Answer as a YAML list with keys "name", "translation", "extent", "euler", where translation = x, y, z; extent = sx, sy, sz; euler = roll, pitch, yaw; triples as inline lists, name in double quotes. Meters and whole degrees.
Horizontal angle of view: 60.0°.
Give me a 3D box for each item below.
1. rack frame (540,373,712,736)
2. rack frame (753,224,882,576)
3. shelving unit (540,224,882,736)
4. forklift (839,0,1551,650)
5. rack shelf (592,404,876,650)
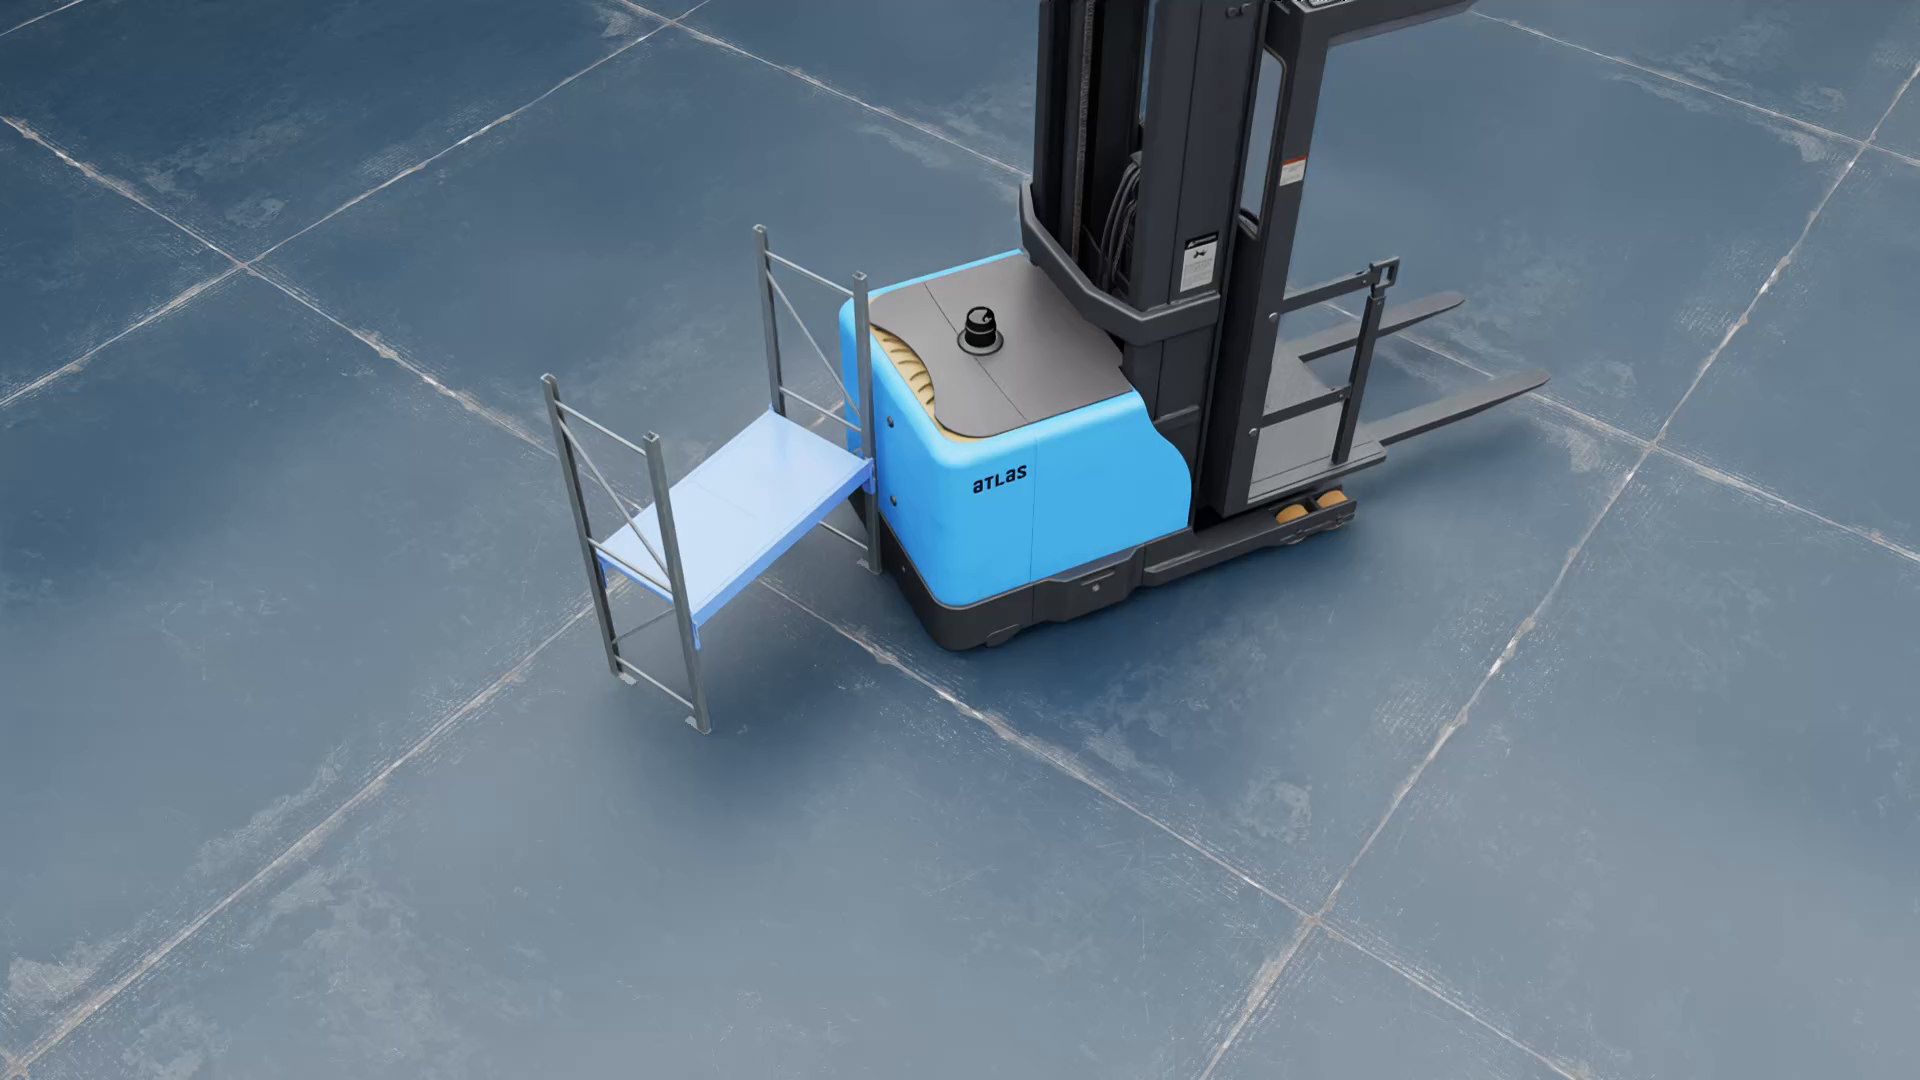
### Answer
- name: "rack frame"
  translation: [-1.139, 0.097, 5.785]
  extent: [0.500, 1.500, 0.032]
  euler: [29, 53, 25]
- name: "rack frame"
  translation: [-0.527, -0.490, 6.345]
  extent: [0.500, 1.500, 0.032]
  euler: [29, 53, 25]
- name: "shelving unit"
  translation: [-0.833, -0.196, 6.065]
  extent: [0.538, 1.500, 1.048]
  euler: [29, 53, 25]
- name: "forklift"
  translation: [1.083, -1.323, 6.152]
  extent: [3.031, 2.935, 1.130]
  euler: [-19, 49, -17]
- name: "rack shelf"
  translation: [-0.833, -0.072, 6.195]
  extent: [0.538, 0.185, 1.000]
  euler: [29, 53, 25]
